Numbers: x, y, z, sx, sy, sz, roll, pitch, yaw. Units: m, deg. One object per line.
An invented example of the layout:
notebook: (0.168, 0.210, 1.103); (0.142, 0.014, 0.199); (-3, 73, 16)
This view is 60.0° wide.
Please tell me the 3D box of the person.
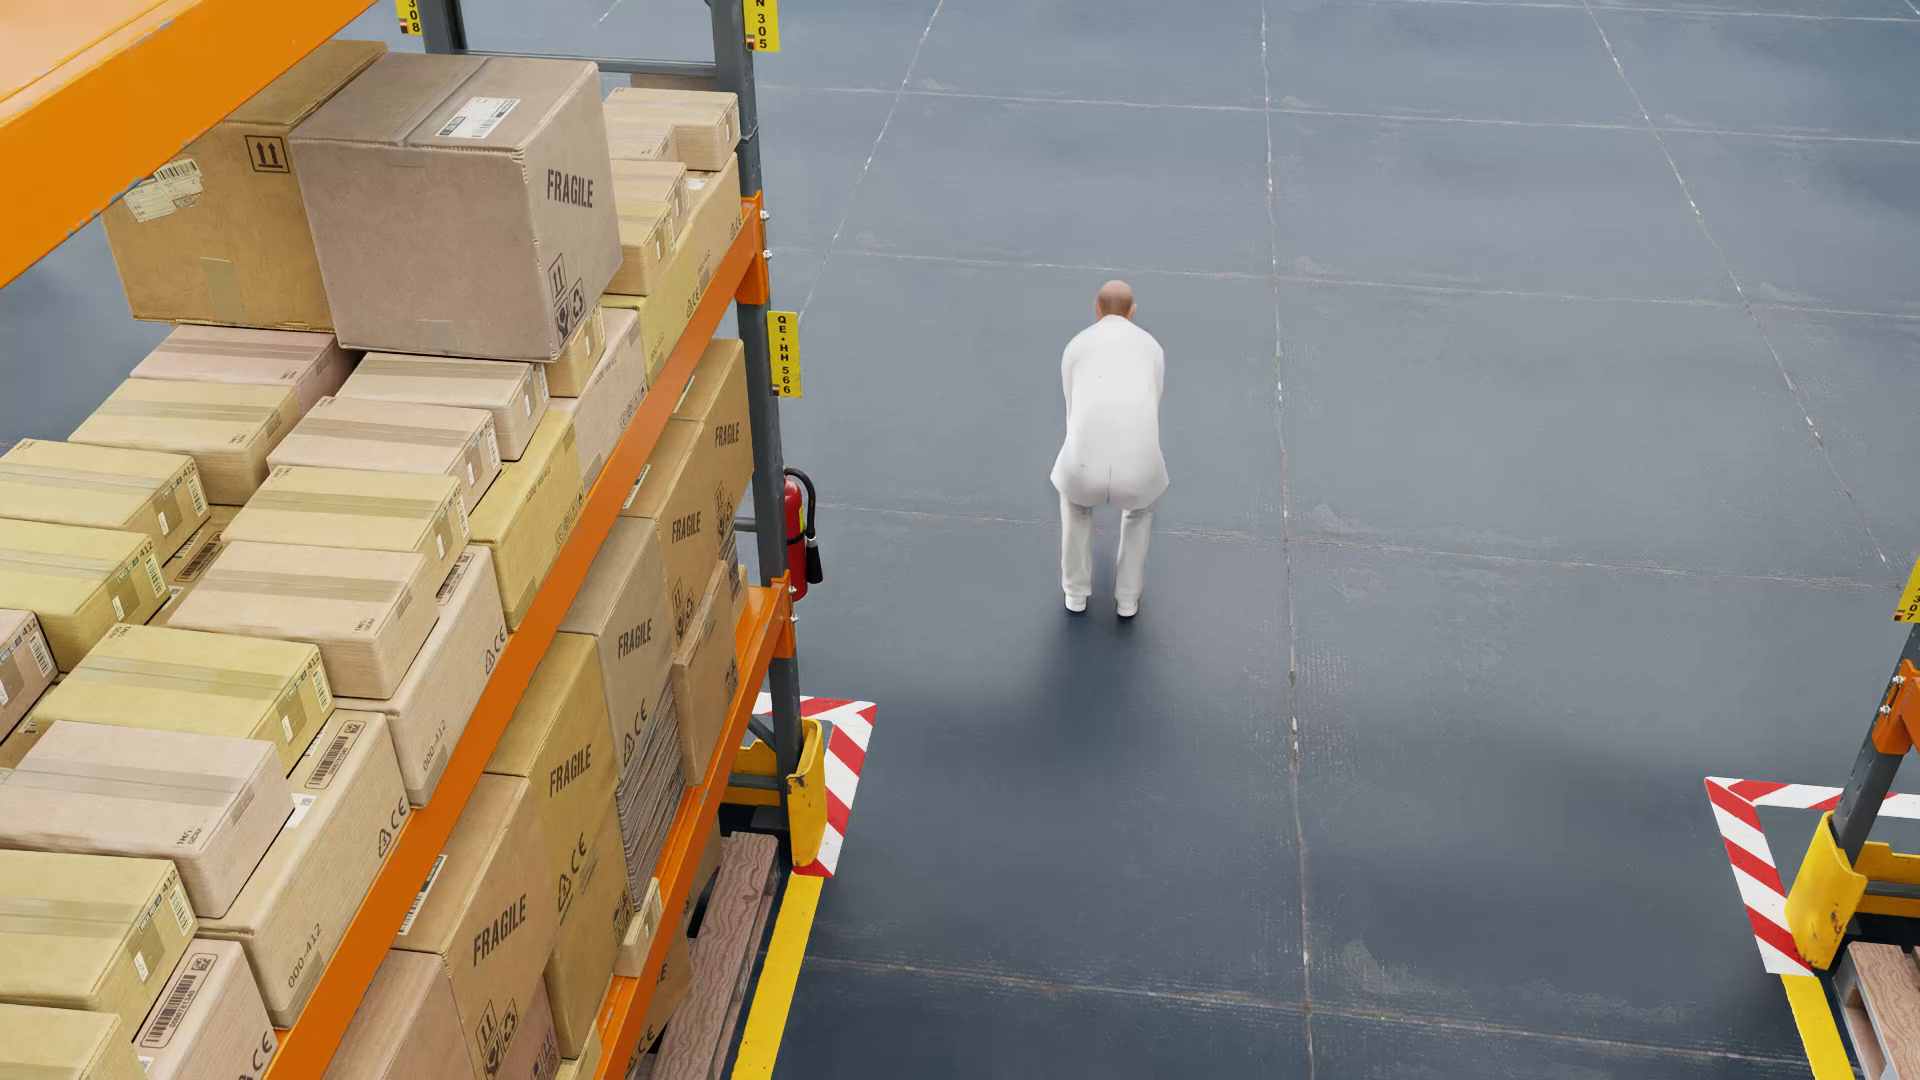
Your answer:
person: (0.721, -0.422, 7.929); (0.558, 1.448, 0.835); (3, 36, 5)
